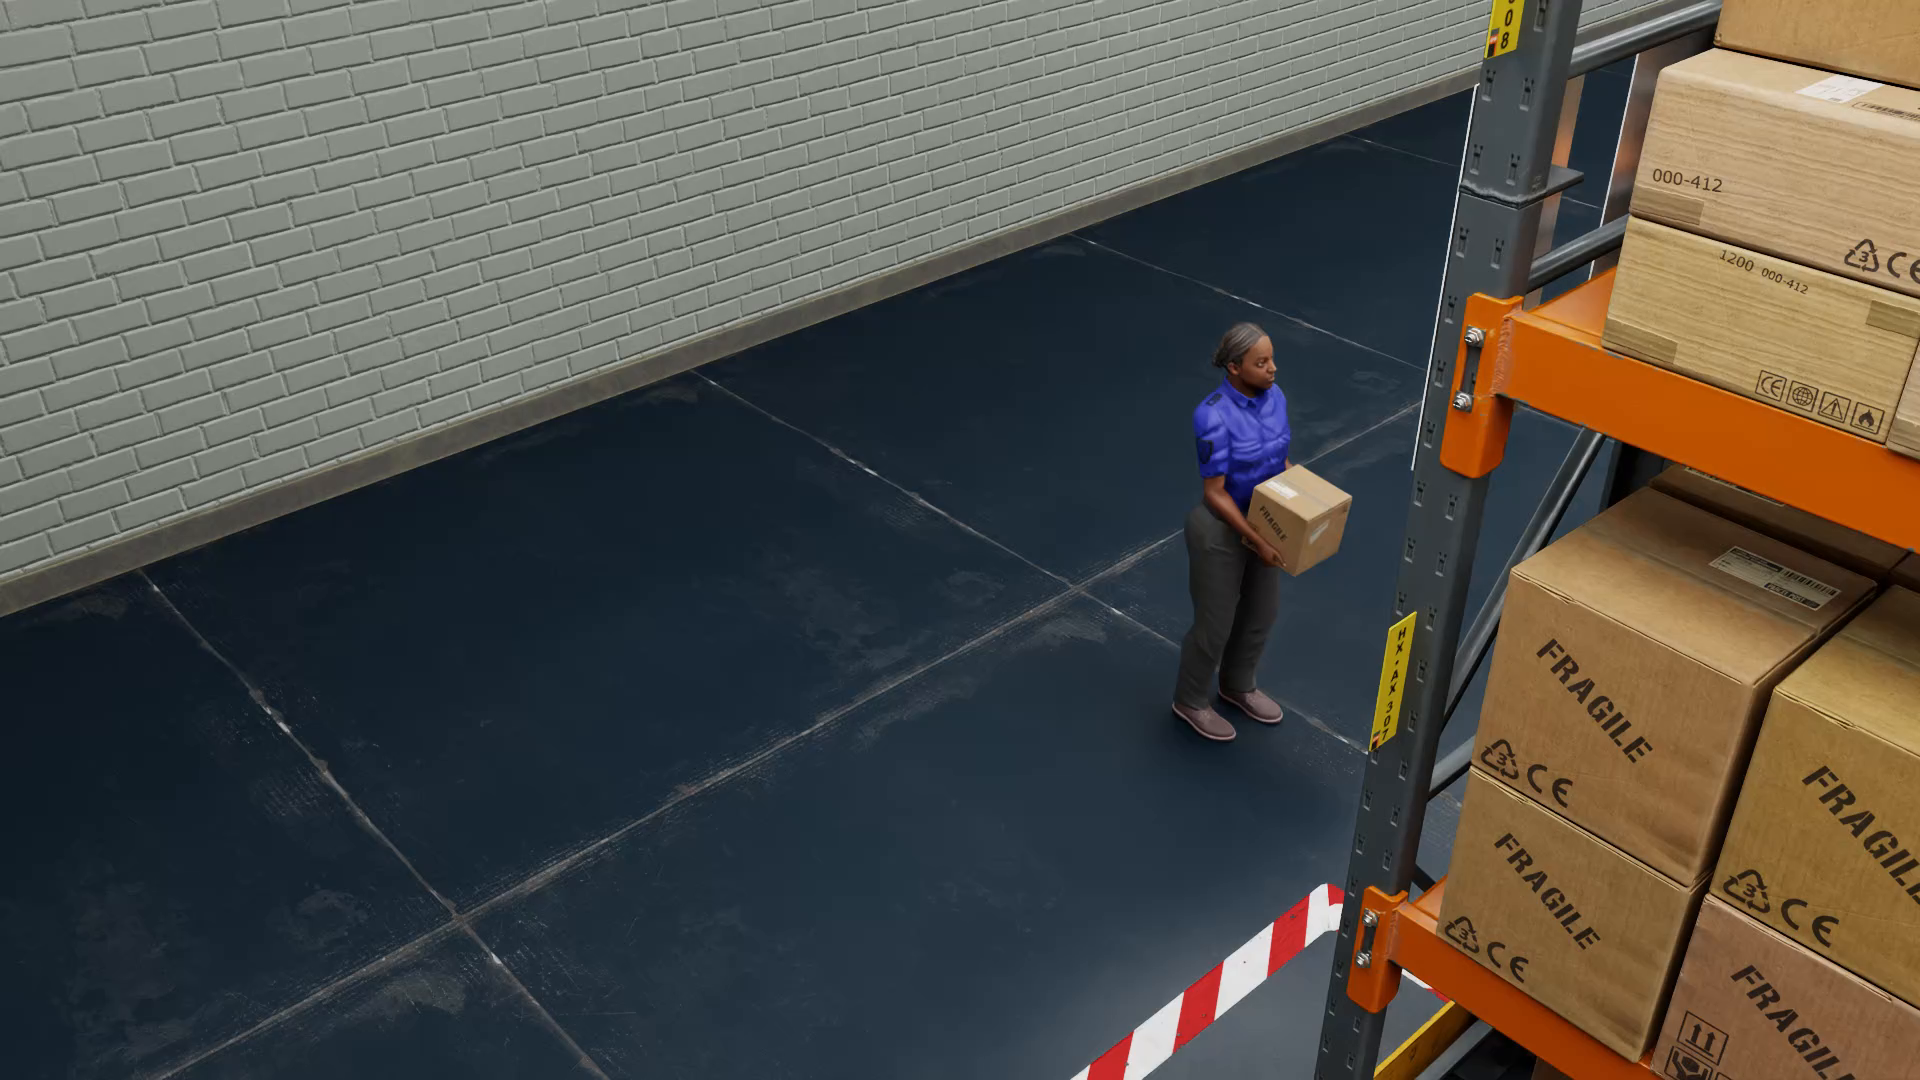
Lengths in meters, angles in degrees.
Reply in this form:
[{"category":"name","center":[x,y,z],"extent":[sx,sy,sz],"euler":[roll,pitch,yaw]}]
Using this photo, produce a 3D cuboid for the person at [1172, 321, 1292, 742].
[{"category":"person","center":[1.079,0.005,6.143],"extent":[0.451,1.650,0.512],"euler":[-25,40,-34]}]
